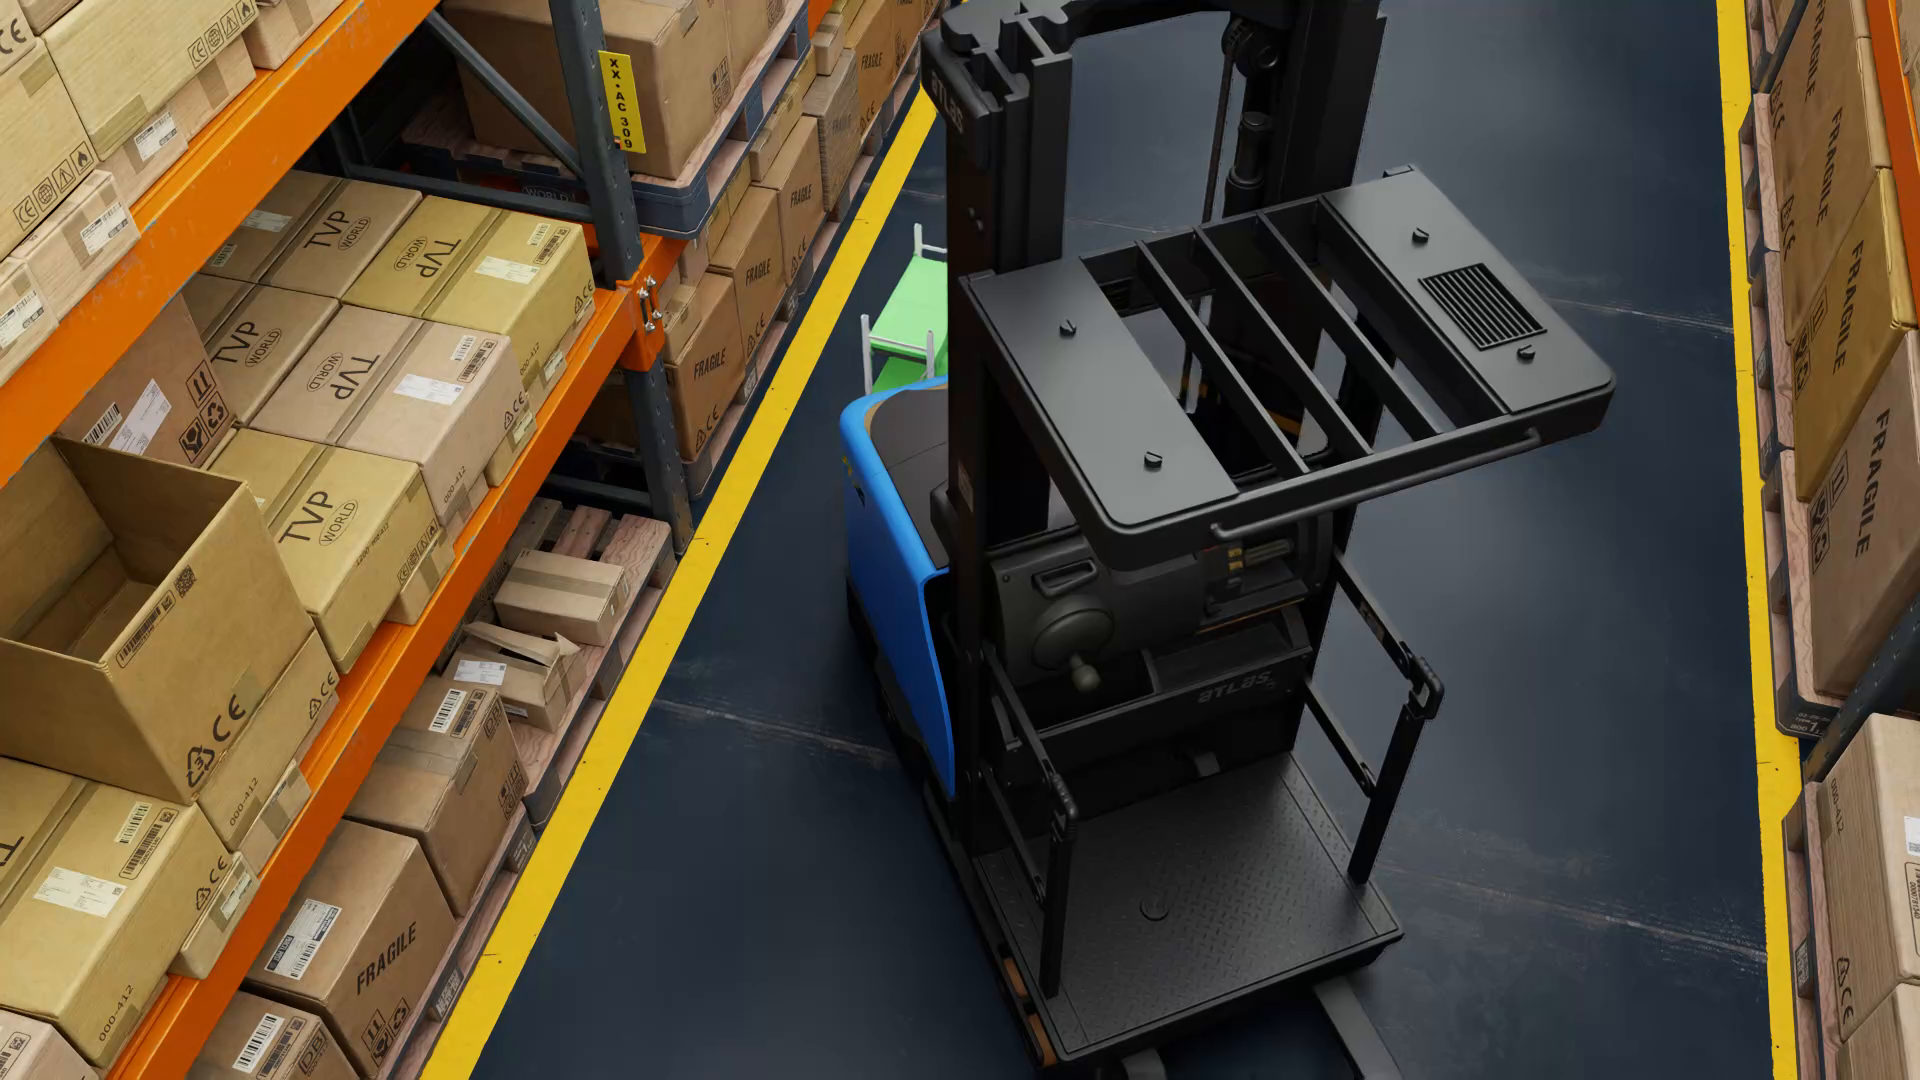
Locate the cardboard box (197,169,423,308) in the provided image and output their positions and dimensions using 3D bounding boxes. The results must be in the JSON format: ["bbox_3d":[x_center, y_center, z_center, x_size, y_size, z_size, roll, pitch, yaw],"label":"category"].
[{"bbox_3d":[-1.889,-0.815,4.870,0.500,0.250,0.500,11,50,10],"label":"cardboard box"}]

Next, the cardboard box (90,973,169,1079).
[{"bbox_3d":[-1.952,0.968,3.563,0.380,0.149,0.250,12,50,11],"label":"cardboard box"}]

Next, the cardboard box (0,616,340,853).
[{"bbox_3d":[-1.795,0.392,3.805,0.500,0.250,0.500,10,49,9],"label":"cardboard box"}]

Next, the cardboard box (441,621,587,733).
[{"bbox_3d":[-1.456,0.414,5.427,0.396,0.266,0.258,13,50,11],"label":"cardboard box"}]

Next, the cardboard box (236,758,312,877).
[{"bbox_3d":[-1.763,0.605,3.883,0.380,0.149,0.250,13,50,11],"label":"cardboard box"}]

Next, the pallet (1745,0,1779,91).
[{"bbox_3d":[4.551,-2.630,8.430,1.003,0.211,1.213,12,50,10],"label":"pallet"}]

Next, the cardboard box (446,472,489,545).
[{"bbox_3d":[-1.527,-0.138,4.538,0.380,0.149,0.250,13,50,11],"label":"cardboard box"}]

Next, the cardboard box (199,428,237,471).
[{"bbox_3d":[-2.152,-0.078,4.220,0.500,0.250,0.500,13,50,11],"label":"cardboard box"}]

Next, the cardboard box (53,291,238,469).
[{"bbox_3d":[-2.147,-0.343,3.954,0.500,0.500,0.500,10,49,9],"label":"cardboard box"}]

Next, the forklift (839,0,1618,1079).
[{"bbox_3d":[0.611,0.208,4.111,1.130,2.935,3.031,-16,51,-14],"label":"forklift"}]

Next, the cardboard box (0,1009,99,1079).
[{"bbox_3d":[-2.039,1.134,3.150,0.500,0.250,0.500,12,50,10],"label":"cardboard box"}]

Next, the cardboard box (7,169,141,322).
[{"bbox_3d":[-1.685,-0.543,2.895,0.380,0.149,0.250,12,50,11],"label":"cardboard box"}]

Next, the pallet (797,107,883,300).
[{"bbox_3d":[-1.002,-1.629,7.547,1.003,0.211,1.213,12,50,10],"label":"pallet"}]

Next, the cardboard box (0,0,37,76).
[{"bbox_3d":[-1.797,-0.757,2.485,0.500,0.250,0.500,13,50,11],"label":"cardboard box"}]

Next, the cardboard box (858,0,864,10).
[{"bbox_3d":[-0.598,-2.516,7.425,0.380,0.149,0.250,13,50,11],"label":"cardboard box"}]

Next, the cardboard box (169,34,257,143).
[{"bbox_3d":[-1.622,-0.929,3.236,0.380,0.149,0.250,13,50,11],"label":"cardboard box"}]

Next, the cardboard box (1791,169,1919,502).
[{"bbox_3d":[3.607,-0.649,5.959,0.875,0.875,0.875,13,50,11],"label":"cardboard box"}]

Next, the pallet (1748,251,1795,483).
[{"bbox_3d":[3.741,-0.630,6.665,1.003,0.211,1.213,12,50,10],"label":"pallet"}]

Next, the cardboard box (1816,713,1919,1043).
[{"bbox_3d":[3.022,1.048,4.754,0.875,0.438,0.875,11,49,9],"label":"cardboard box"}]

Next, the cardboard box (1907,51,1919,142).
[{"bbox_3d":[3.584,-1.523,5.693,0.500,0.250,0.500,12,50,10],"label":"cardboard box"}]

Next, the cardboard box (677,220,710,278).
[{"bbox_3d":[-1.125,-1.100,5.977,0.380,0.149,0.250,9,49,8],"label":"cardboard box"}]

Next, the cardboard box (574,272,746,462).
[{"bbox_3d":[-1.154,-0.688,6.244,0.500,0.500,0.500,14,50,12],"label":"cardboard box"}]

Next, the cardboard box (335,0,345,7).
[{"bbox_3d":[-1.455,-1.293,3.558,0.380,0.149,0.250,13,50,11],"label":"cardboard box"}]

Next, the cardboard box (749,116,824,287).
[{"bbox_3d":[-0.888,-1.436,6.903,0.500,0.500,0.500,10,49,9],"label":"cardboard box"}]

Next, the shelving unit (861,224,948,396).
[{"bbox_3d":[-0.118,-0.458,5.854,0.258,1.200,0.503,15,50,13],"label":"shelving unit"}]

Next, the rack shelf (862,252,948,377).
[{"bbox_3d":[-0.118,-0.734,5.542,0.258,0.148,0.480,15,50,13],"label":"rack shelf"}]

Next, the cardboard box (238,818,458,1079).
[{"bbox_3d":[-1.801,1.113,4.654,0.500,0.500,0.500,12,50,11],"label":"cardboard box"}]

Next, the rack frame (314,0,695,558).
[{"bbox_3d":[-1.498,-1.071,5.195,1.000,3.000,0.127,12,50,10],"label":"rack frame"}]

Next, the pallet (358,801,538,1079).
[{"bbox_3d":[-1.999,1.234,5.021,1.003,0.211,1.213,12,50,10],"label":"pallet"}]

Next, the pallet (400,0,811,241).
[{"bbox_3d":[-1.183,-1.564,5.758,1.003,0.211,1.213,12,50,10],"label":"pallet"}]

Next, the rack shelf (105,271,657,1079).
[{"bbox_3d":[-2.025,0.614,4.188,1.077,0.370,4.000,12,50,10],"label":"rack shelf"}]

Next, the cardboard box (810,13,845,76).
[{"bbox_3d":[-0.707,-2.130,7.084,0.380,0.149,0.250,9,49,8],"label":"cardboard box"}]

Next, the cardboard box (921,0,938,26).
[{"bbox_3d":[-0.350,-2.928,8.221,0.500,0.500,0.500,13,50,11],"label":"cardboard box"}]

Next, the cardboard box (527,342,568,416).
[{"bbox_3d":[-1.386,-0.515,4.871,0.380,0.149,0.250,13,50,11],"label":"cardboard box"}]

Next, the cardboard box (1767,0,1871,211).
[{"bbox_3d":[4.082,-1.940,7.099,0.875,0.875,0.875,11,50,10],"label":"cardboard box"}]

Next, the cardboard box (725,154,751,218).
[{"bbox_3d":[-1.034,-1.409,6.447,0.380,0.149,0.250,11,49,9],"label":"cardboard box"}]

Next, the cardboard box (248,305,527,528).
[{"bbox_3d":[-1.515,-0.338,4.449,0.500,0.250,0.500,12,50,10],"label":"cardboard box"}]

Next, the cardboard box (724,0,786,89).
[{"bbox_3d":[-1.019,-1.923,5.600,0.700,0.500,0.500,12,50,10],"label":"cardboard box"}]

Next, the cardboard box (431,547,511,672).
[{"bbox_3d":[-1.900,0.111,5.665,0.500,0.311,0.500,13,50,11],"label":"cardboard box"}]

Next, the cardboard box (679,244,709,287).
[{"bbox_3d":[-1.149,-1.020,6.104,0.380,0.149,0.250,10,49,9],"label":"cardboard box"}]

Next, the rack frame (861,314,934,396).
[{"bbox_3d":[-0.198,-0.286,5.702,0.240,1.200,0.015,15,50,13],"label":"rack frame"}]

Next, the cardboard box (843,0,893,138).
[{"bbox_3d":[-0.627,-2.189,7.568,0.500,0.500,0.500,14,50,12],"label":"cardboard box"}]

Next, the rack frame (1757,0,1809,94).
[{"bbox_3d":[4.344,-2.987,6.886,1.000,3.000,0.127,12,50,10],"label":"rack frame"}]

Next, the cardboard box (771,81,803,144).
[{"bbox_3d":[-0.864,-1.761,6.758,0.380,0.149,0.250,13,50,11],"label":"cardboard box"}]

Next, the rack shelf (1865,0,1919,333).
[{"bbox_3d":[3.818,-1.303,5.879,1.077,0.370,4.000,12,50,10],"label":"rack shelf"}]

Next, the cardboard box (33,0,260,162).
[{"bbox_3d":[-1.656,-0.968,3.004,0.500,0.250,0.500,13,50,11],"label":"cardboard box"}]

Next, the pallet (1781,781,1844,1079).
[{"bbox_3d":[3.016,1.363,4.906,1.003,0.211,1.213,12,50,10],"label":"pallet"}]
